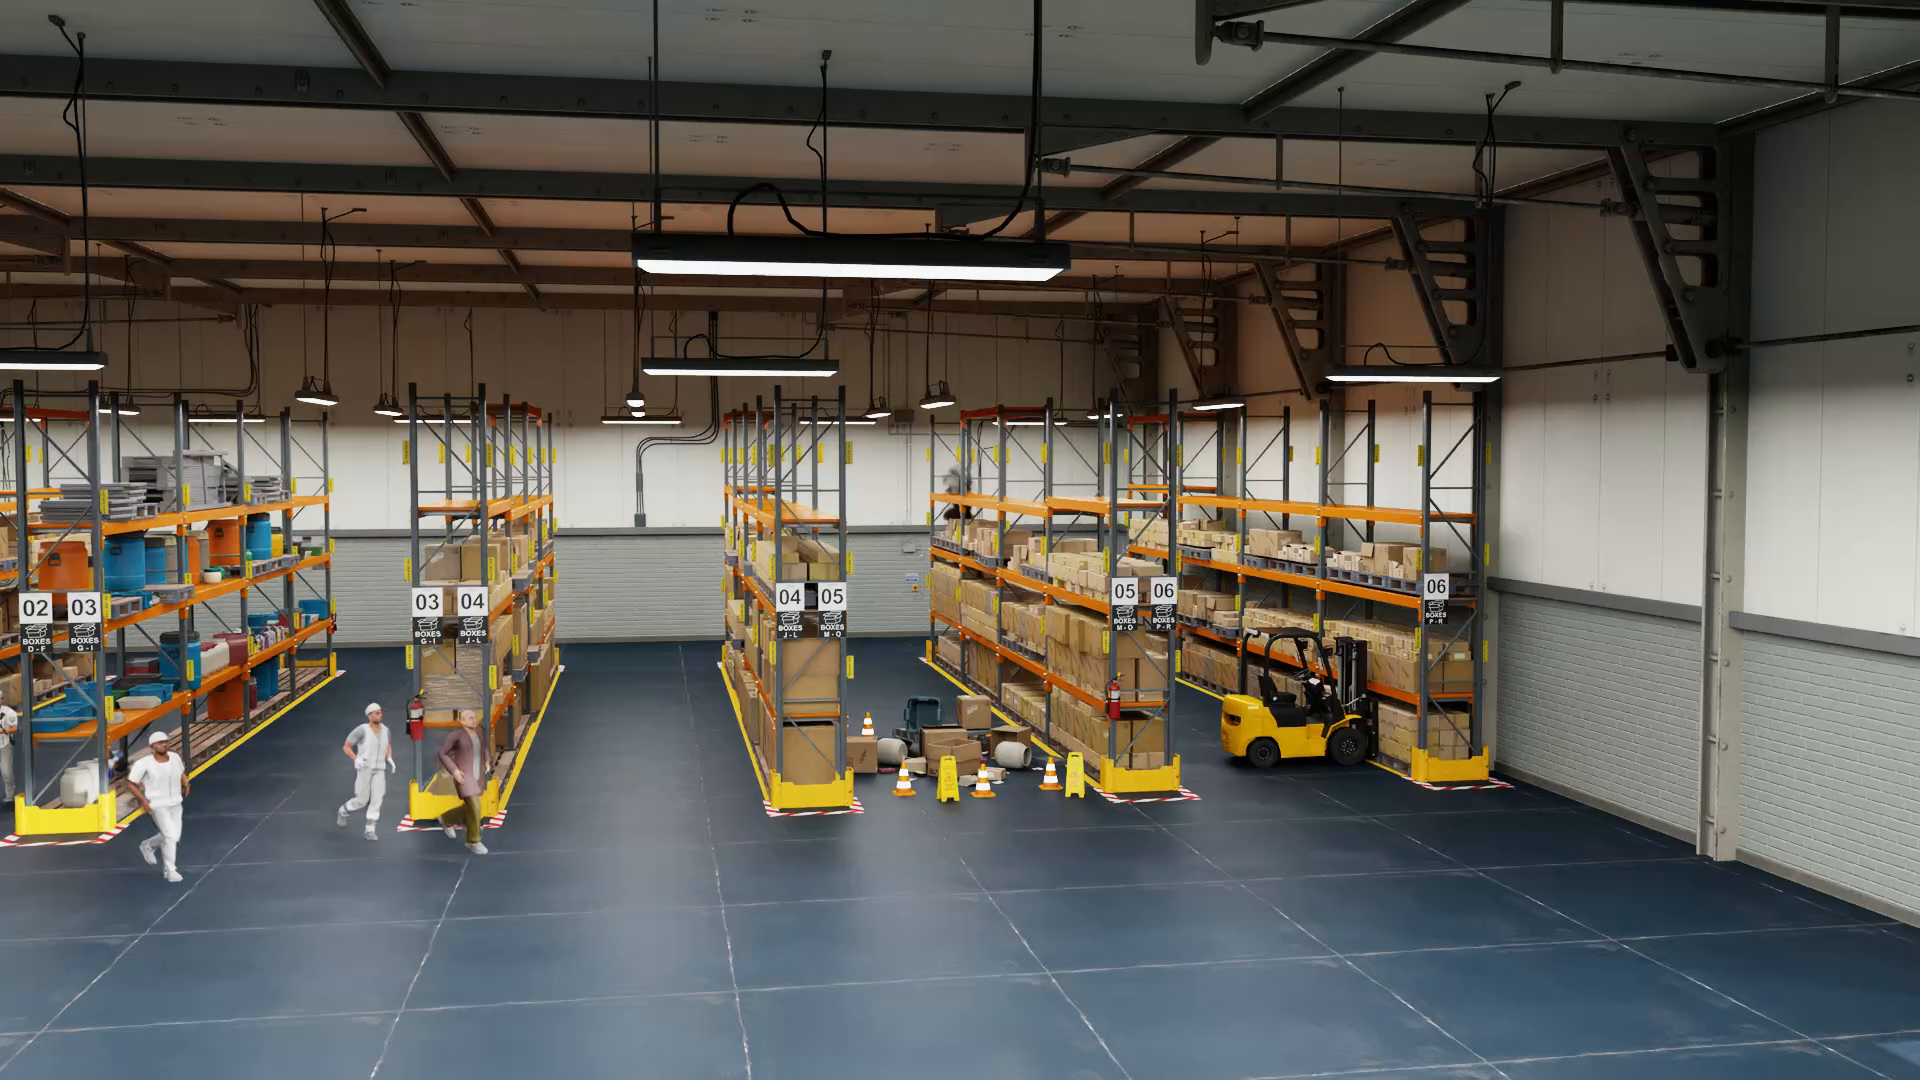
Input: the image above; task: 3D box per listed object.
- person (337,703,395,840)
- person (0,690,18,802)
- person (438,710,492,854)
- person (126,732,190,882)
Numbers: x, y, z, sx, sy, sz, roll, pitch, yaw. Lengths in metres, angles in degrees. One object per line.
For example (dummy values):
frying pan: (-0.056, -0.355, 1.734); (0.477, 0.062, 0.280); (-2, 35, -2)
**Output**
person: (-7.739, 3.022, 21.892); (0.854, 1.733, 0.717); (2, 4, 39)
person: (-13.662, 2.983, 23.586); (0.575, 1.730, 0.731); (-1, 3, -16)
person: (-6.302, 3.049, 21.182); (0.858, 1.800, 0.722); (2, 3, 28)
person: (-9.480, 3.138, 19.733); (0.751, 1.754, 0.692); (2, 3, 29)
